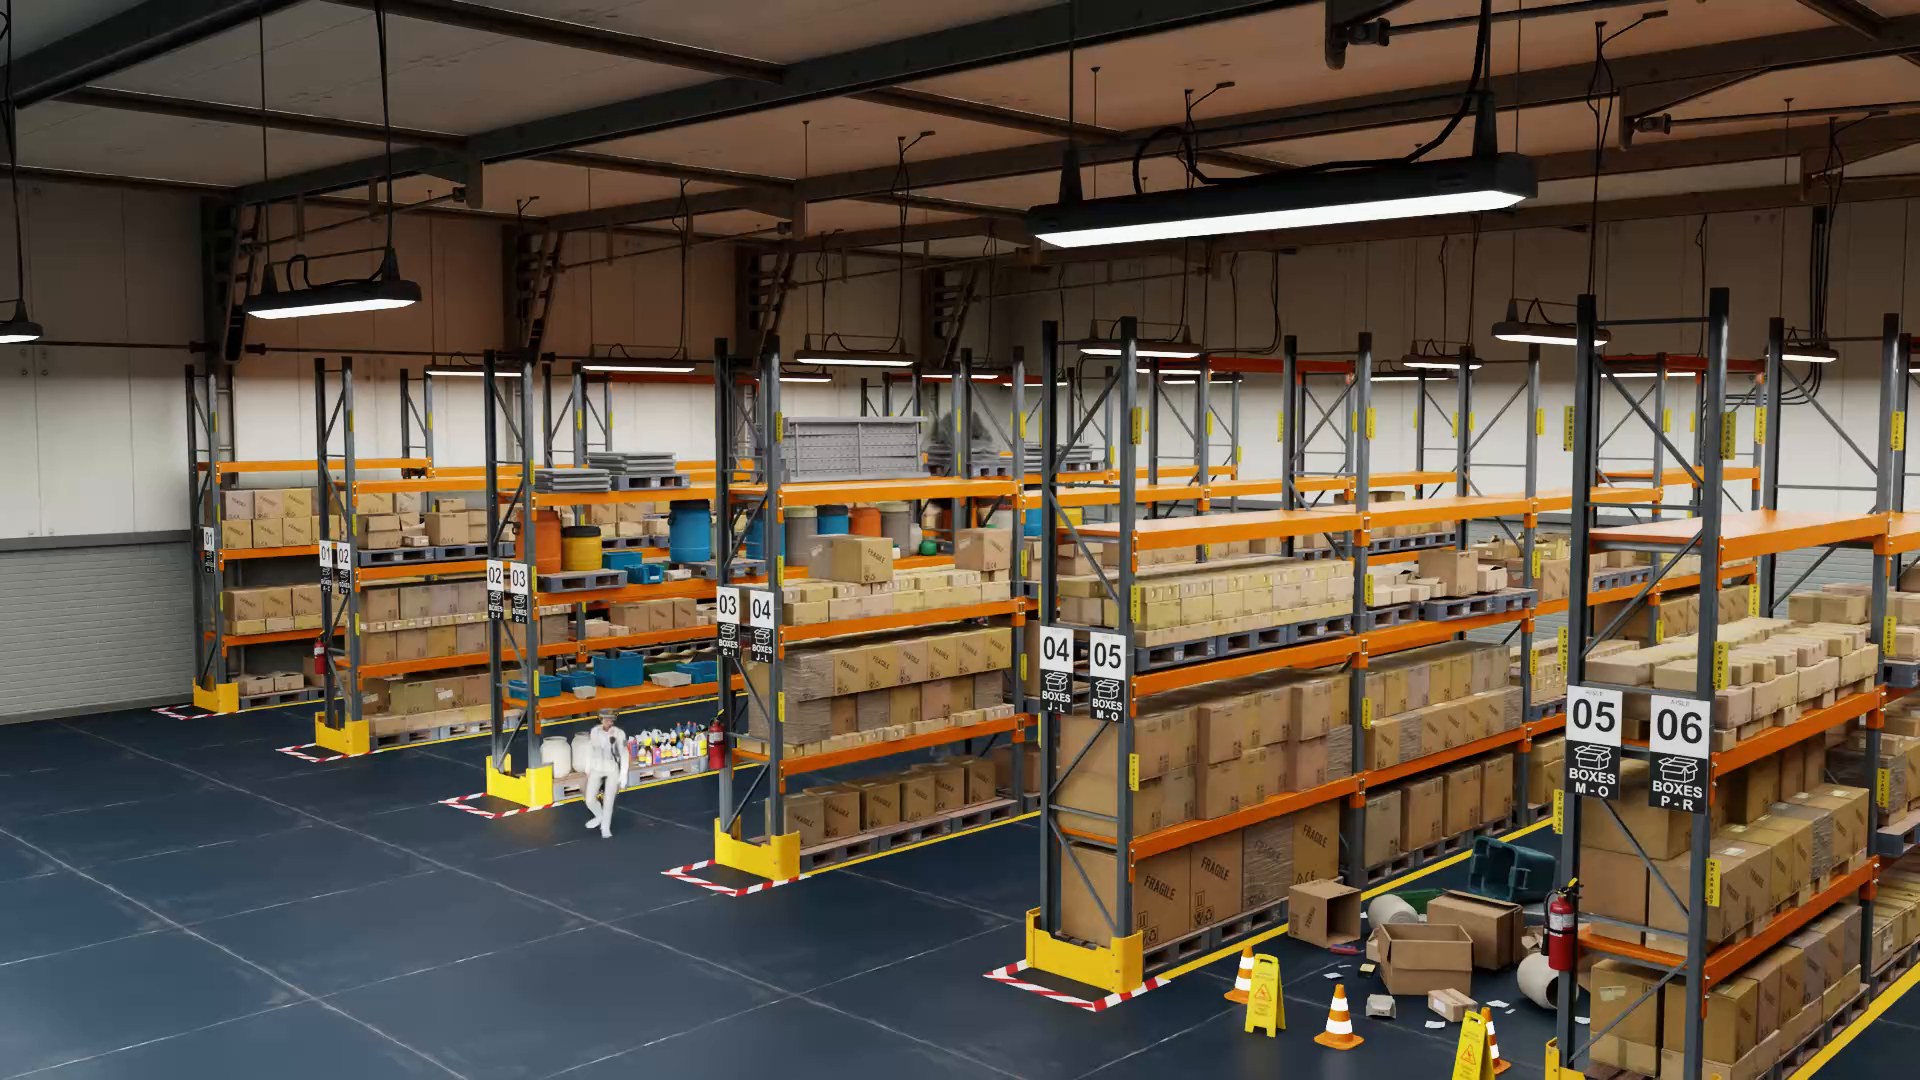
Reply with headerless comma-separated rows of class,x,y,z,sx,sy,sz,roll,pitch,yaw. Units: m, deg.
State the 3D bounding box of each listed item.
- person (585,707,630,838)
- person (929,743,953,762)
person,-4.303,2.814,20.202,0.632,1.629,0.545,0,4,5
person,-0.447,2.583,24.344,0.958,1.422,0.611,-3,5,-37
